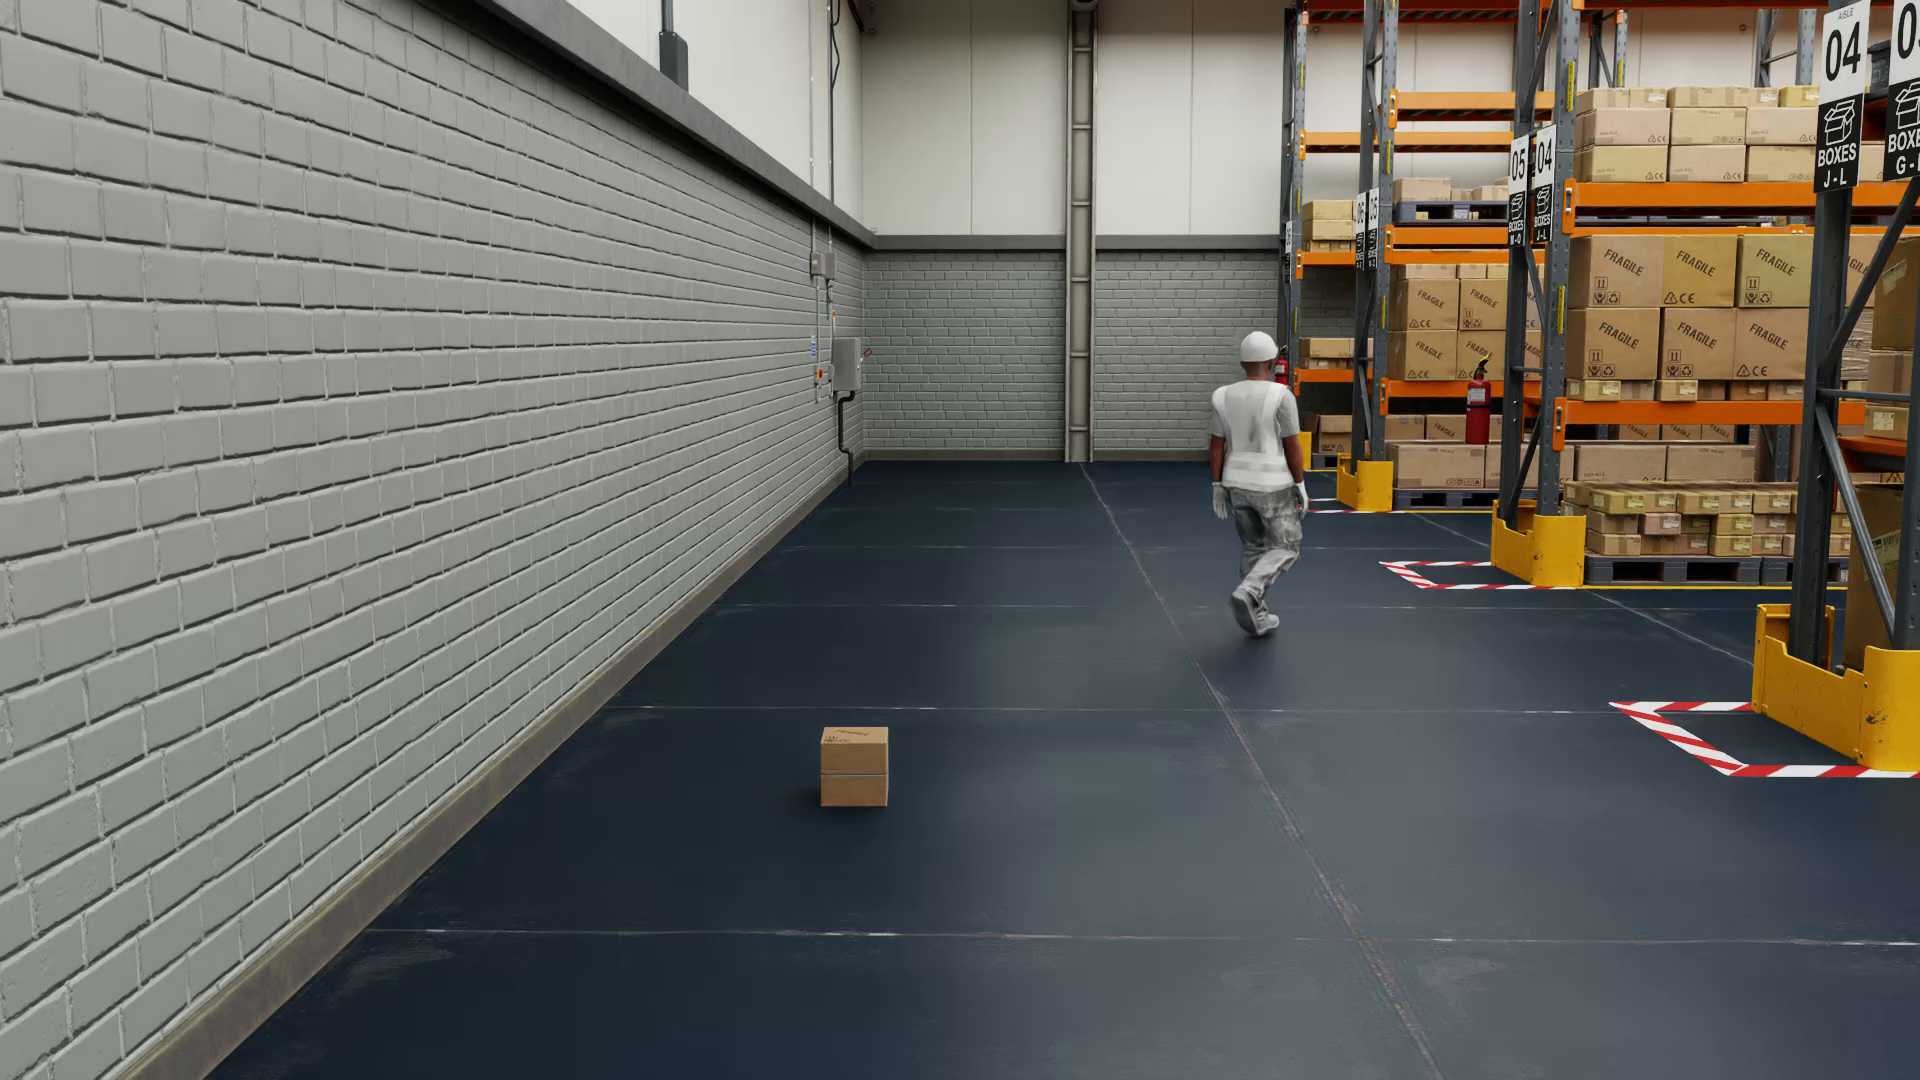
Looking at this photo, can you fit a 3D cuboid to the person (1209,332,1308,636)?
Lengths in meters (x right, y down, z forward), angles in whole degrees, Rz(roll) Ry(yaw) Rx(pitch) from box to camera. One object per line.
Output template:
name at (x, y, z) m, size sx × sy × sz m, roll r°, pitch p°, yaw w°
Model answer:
person at (1.704, -0.303, 9.514) m, size 0.557 × 1.766 × 0.753 m, roll 6°, pitch 9°, yaw 41°
